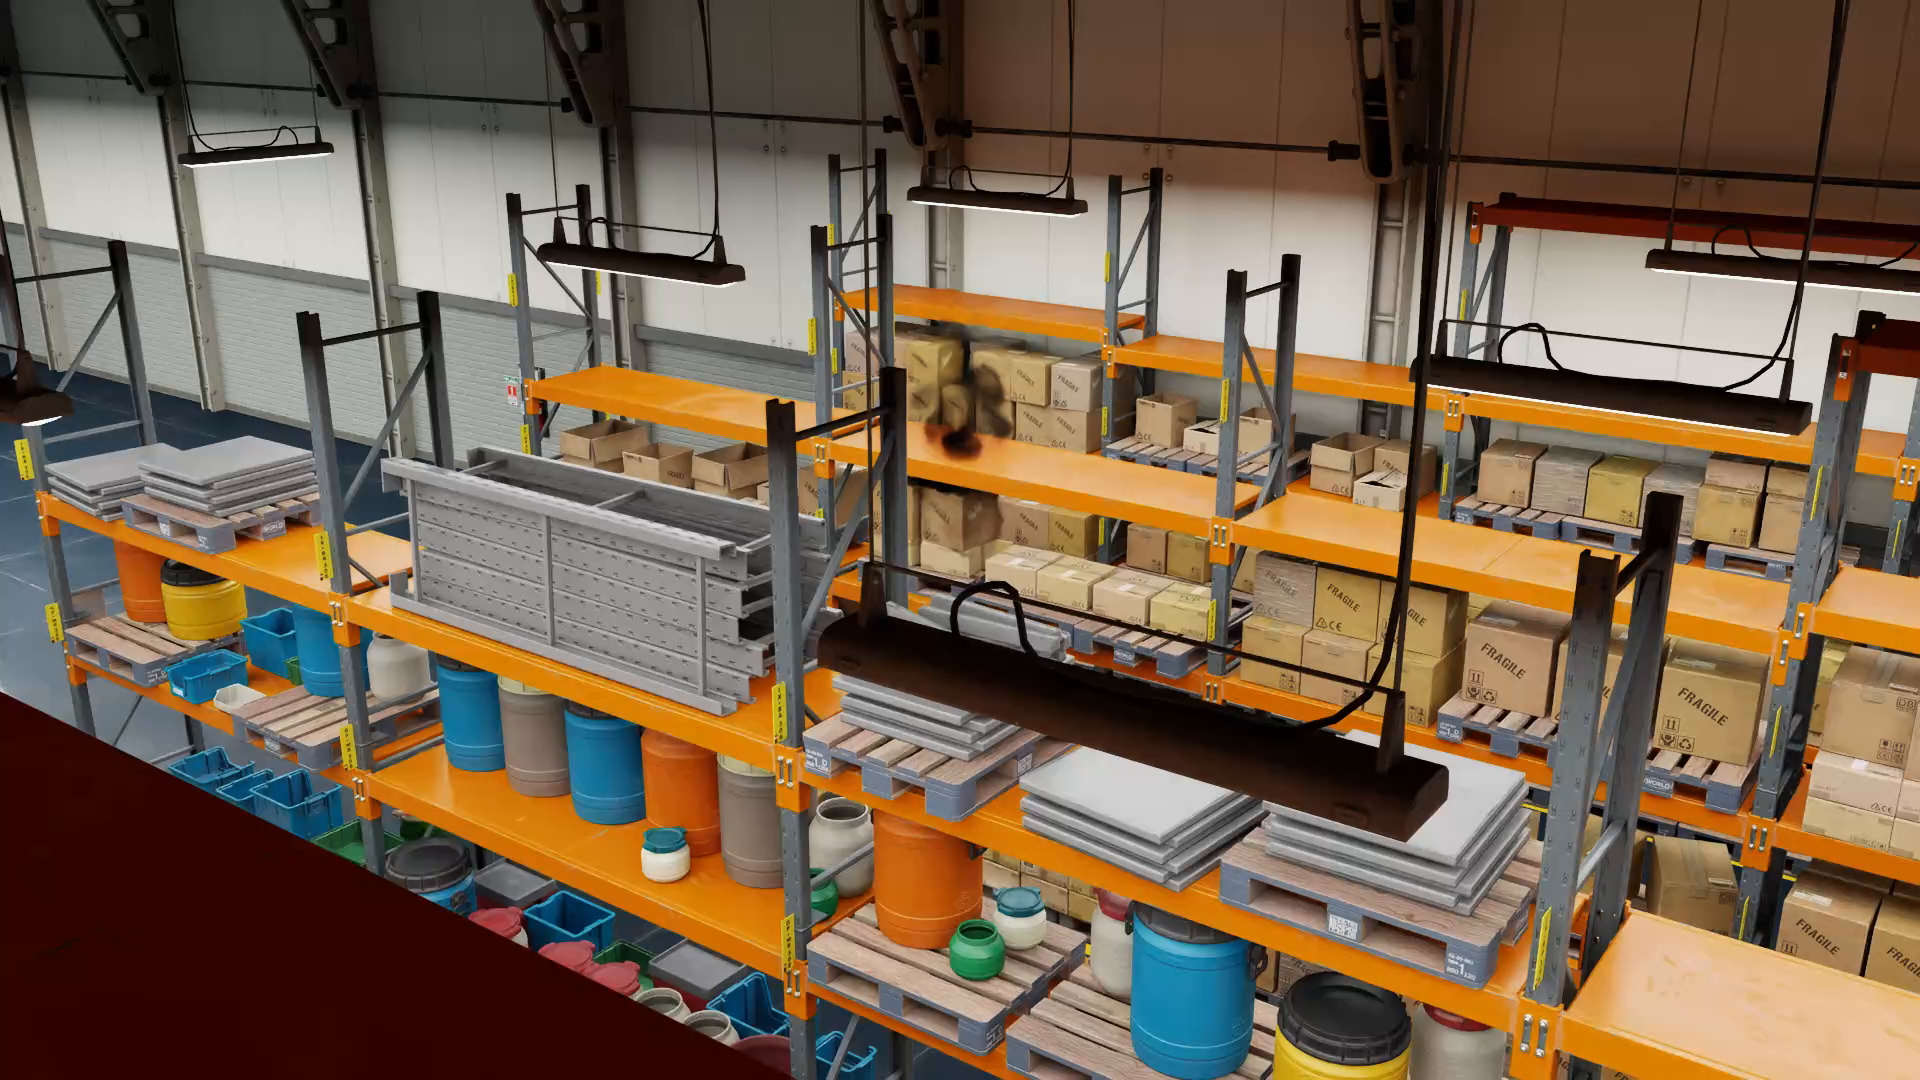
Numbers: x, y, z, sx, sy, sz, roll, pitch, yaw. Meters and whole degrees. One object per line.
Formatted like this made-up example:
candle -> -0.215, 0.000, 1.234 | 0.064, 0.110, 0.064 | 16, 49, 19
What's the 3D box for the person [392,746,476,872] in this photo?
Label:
person -> -4.817, 2.457, 14.936 | 0.971, 1.768, 0.623 | 8, 20, 22
